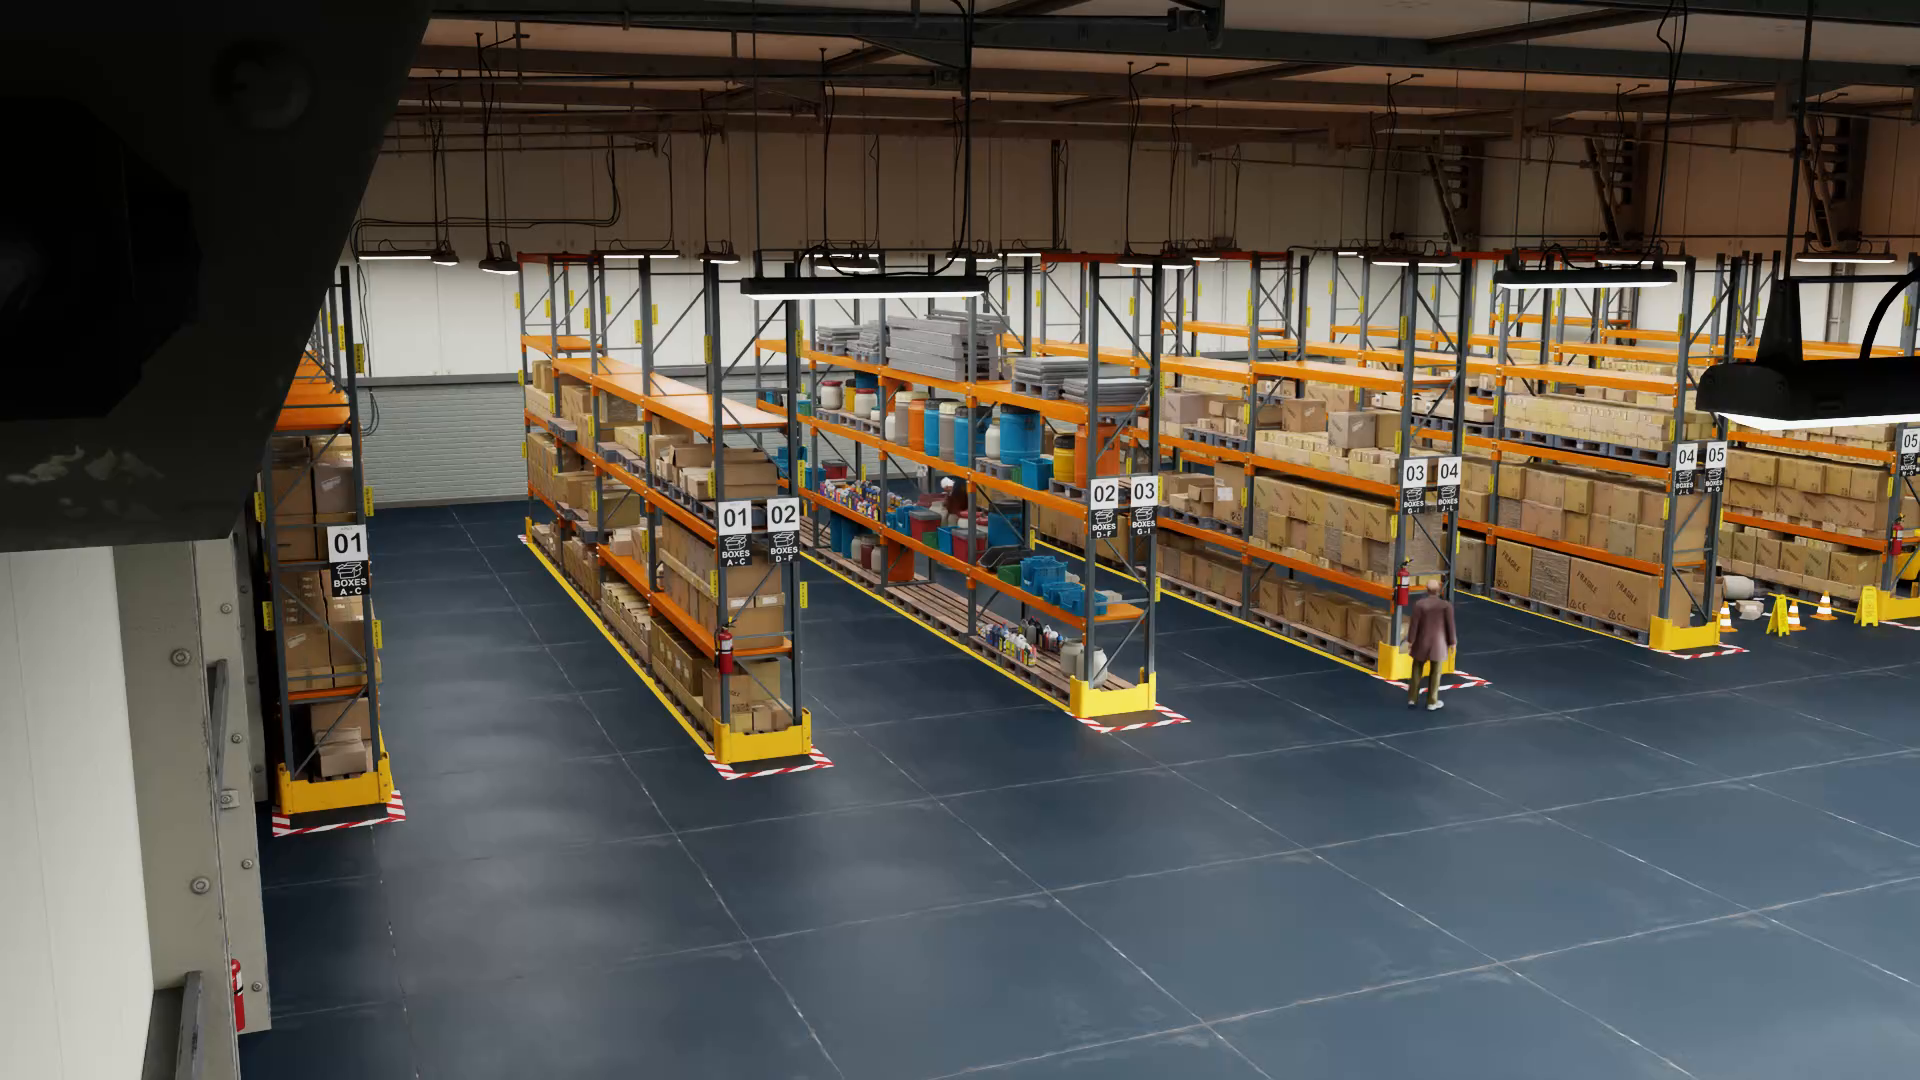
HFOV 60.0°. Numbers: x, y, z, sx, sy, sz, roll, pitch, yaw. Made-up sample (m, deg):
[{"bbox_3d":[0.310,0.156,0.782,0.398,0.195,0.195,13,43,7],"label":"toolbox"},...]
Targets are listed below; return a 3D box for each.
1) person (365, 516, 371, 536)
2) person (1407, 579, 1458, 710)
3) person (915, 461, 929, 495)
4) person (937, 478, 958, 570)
[{"bbox_3d":[-12.883,-0.921,35.272,0.544,1.668,0.979,-8,13,-38],"label":"person"},{"bbox_3d":[6.391,1.416,22.496,0.653,1.831,0.434,3,11,18],"label":"person"},{"bbox_3d":[-0.850,-1.427,38.124,0.385,1.685,0.524,-8,13,-38],"label":"person"},{"bbox_3d":[-0.241,-0.319,31.864,0.441,1.776,0.590,2,11,9],"label":"person"}]
